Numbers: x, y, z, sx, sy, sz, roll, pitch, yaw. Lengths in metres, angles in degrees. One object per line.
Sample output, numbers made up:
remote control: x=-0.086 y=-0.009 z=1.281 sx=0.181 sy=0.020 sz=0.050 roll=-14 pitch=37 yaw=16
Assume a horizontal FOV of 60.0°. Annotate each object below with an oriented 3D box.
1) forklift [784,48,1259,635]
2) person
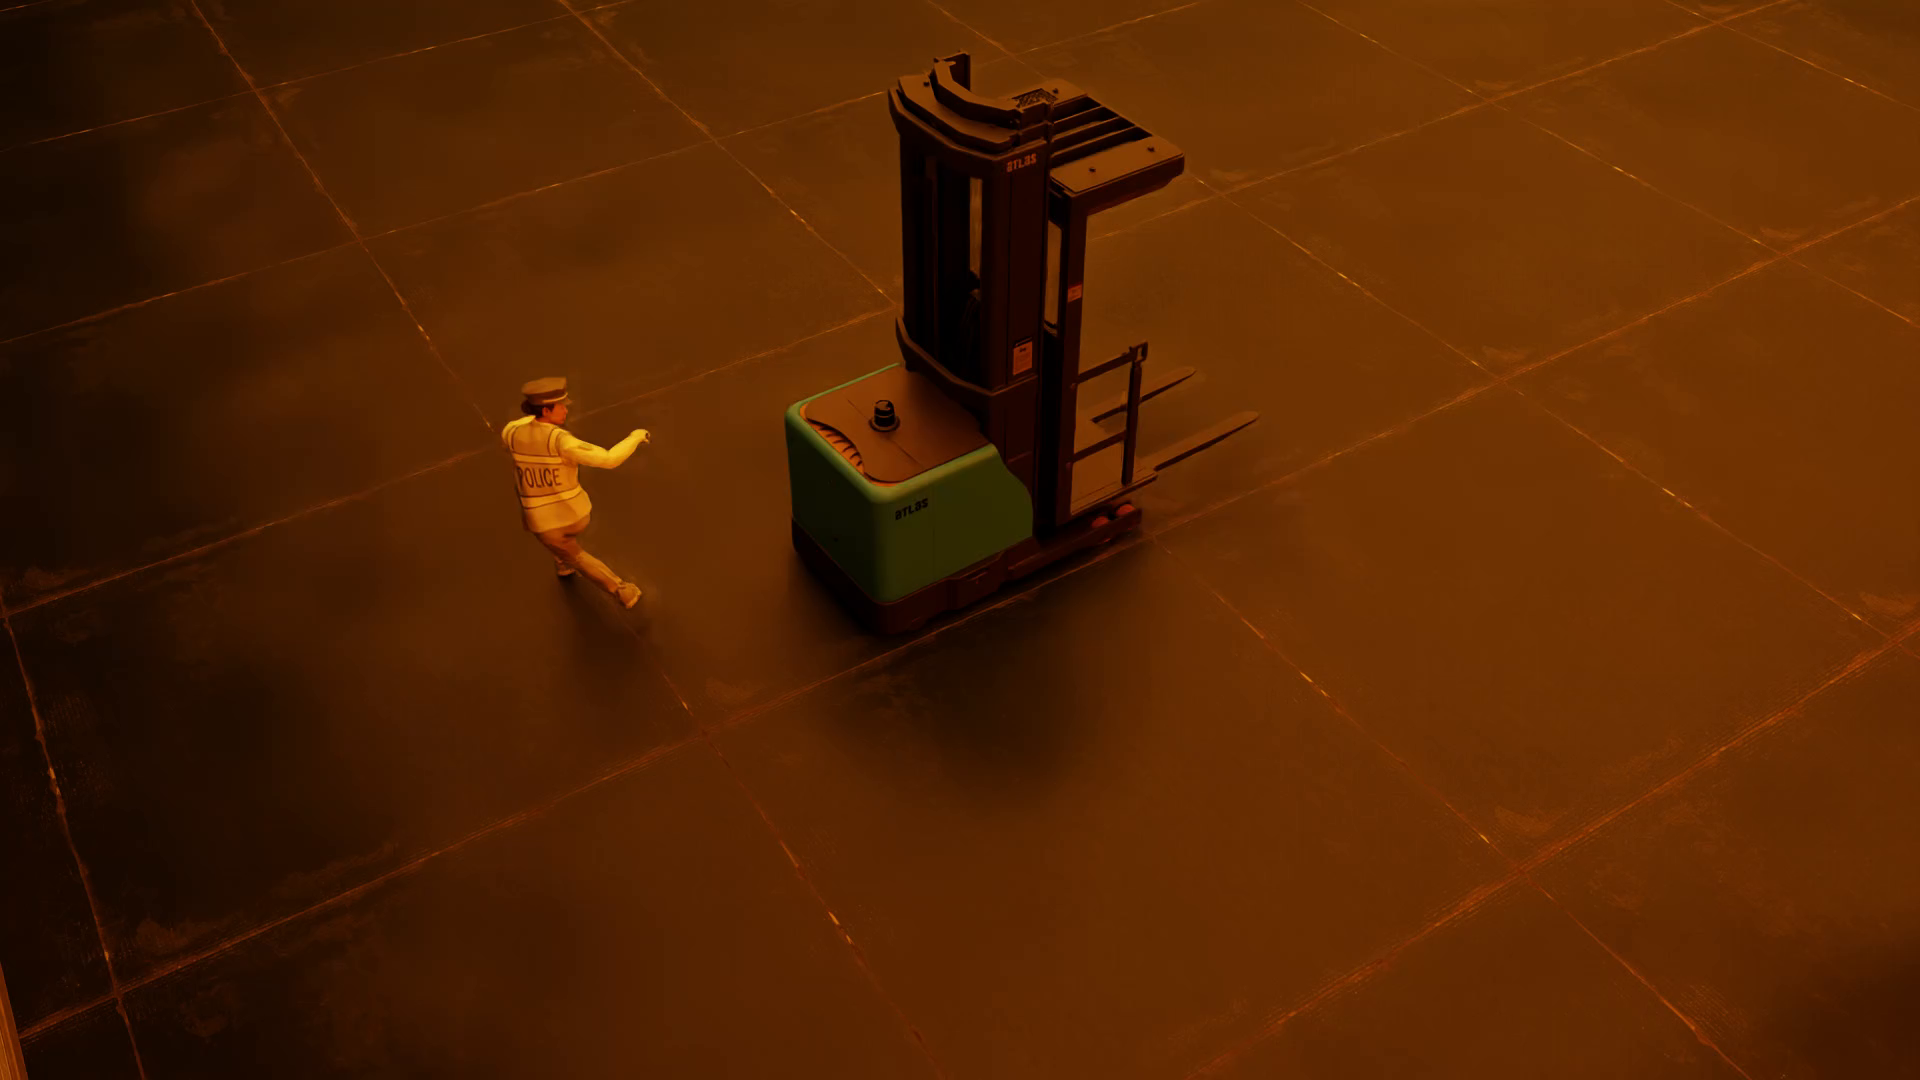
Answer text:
forklift: x=0.495 y=-1.341 z=9.405 sx=3.031 sy=2.935 sz=1.130 roll=-25 pitch=47 yaw=-26
person: x=-2.121 y=-0.329 z=9.415 sx=0.799 sy=1.440 sz=1.067 roll=-10 pitch=42 yaw=-11
